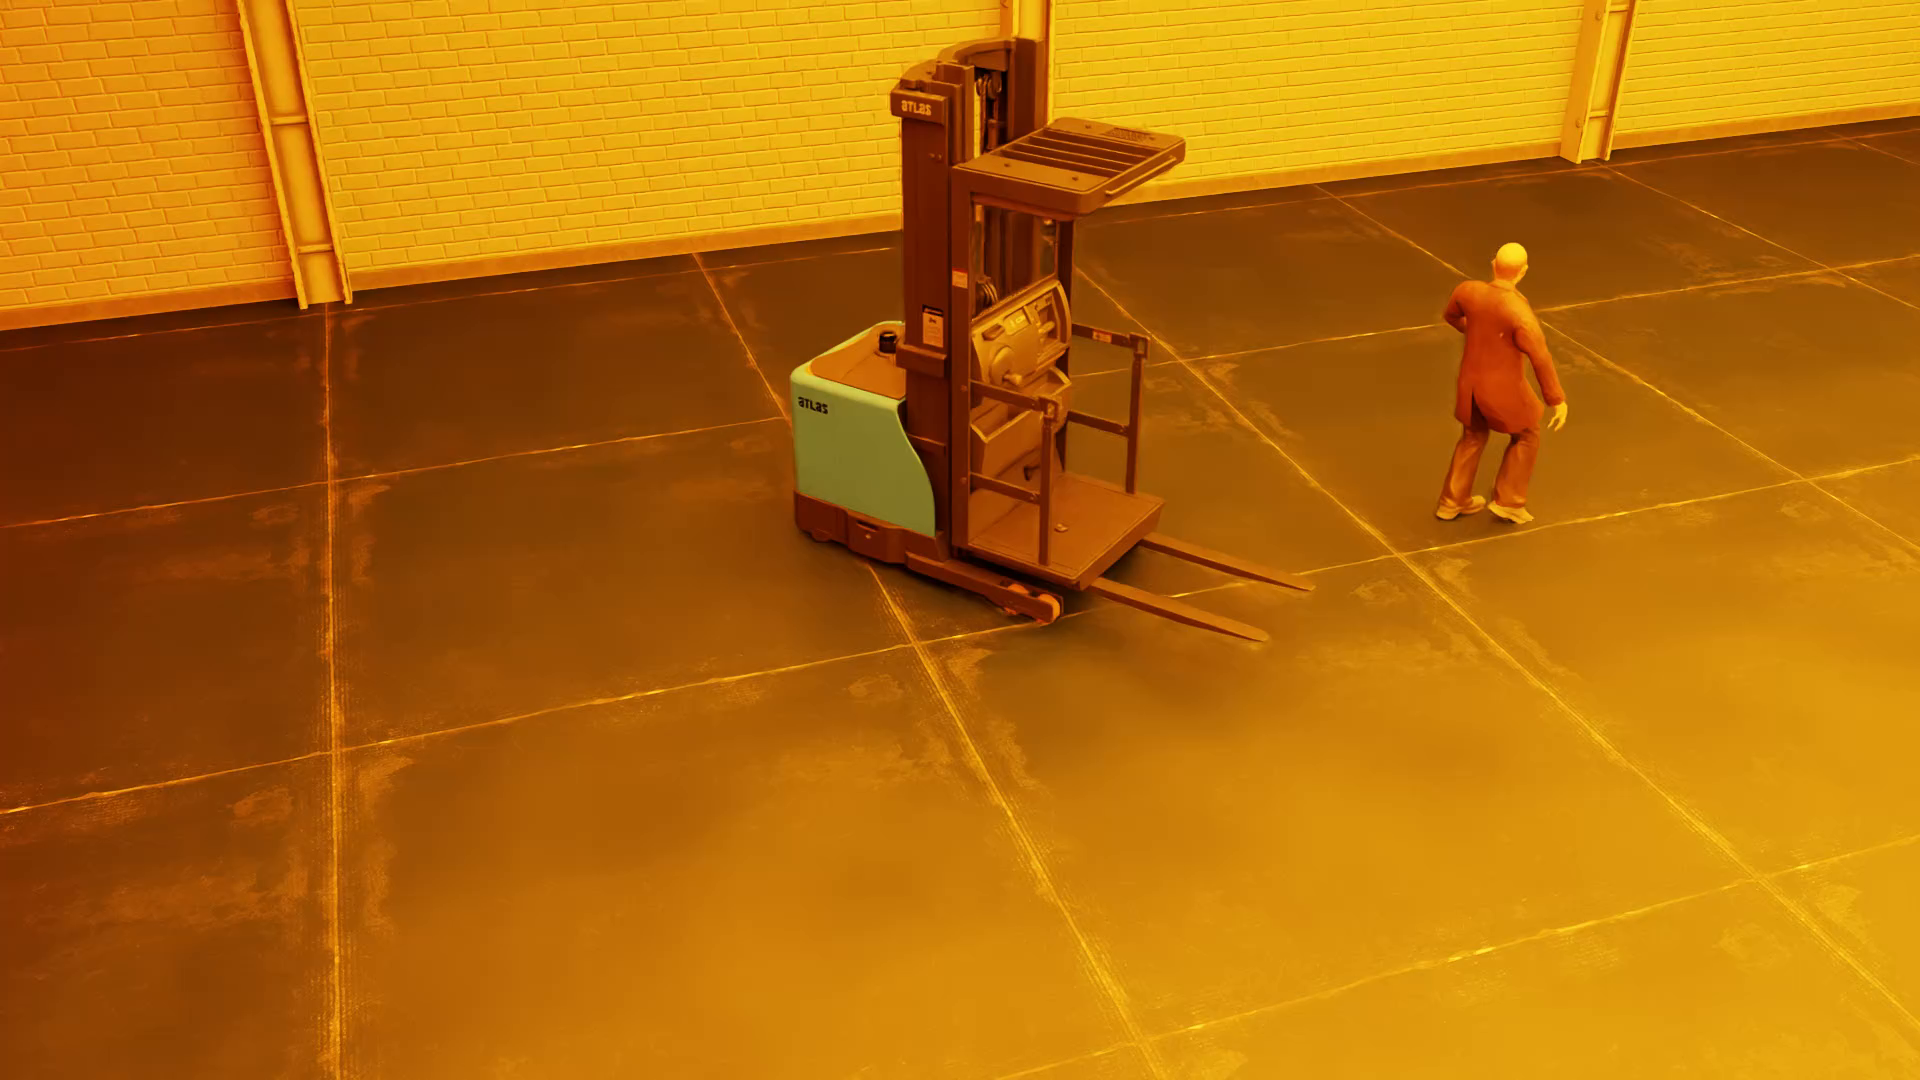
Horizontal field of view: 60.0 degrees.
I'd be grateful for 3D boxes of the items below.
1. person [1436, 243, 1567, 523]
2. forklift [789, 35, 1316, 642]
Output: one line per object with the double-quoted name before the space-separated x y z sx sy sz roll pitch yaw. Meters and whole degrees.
"person" 3.217 -0.906 9.900 0.557 1.808 0.994 -16 34 -25
"forklift" 0.511 -1.104 9.005 3.031 2.935 1.130 18 35 29
